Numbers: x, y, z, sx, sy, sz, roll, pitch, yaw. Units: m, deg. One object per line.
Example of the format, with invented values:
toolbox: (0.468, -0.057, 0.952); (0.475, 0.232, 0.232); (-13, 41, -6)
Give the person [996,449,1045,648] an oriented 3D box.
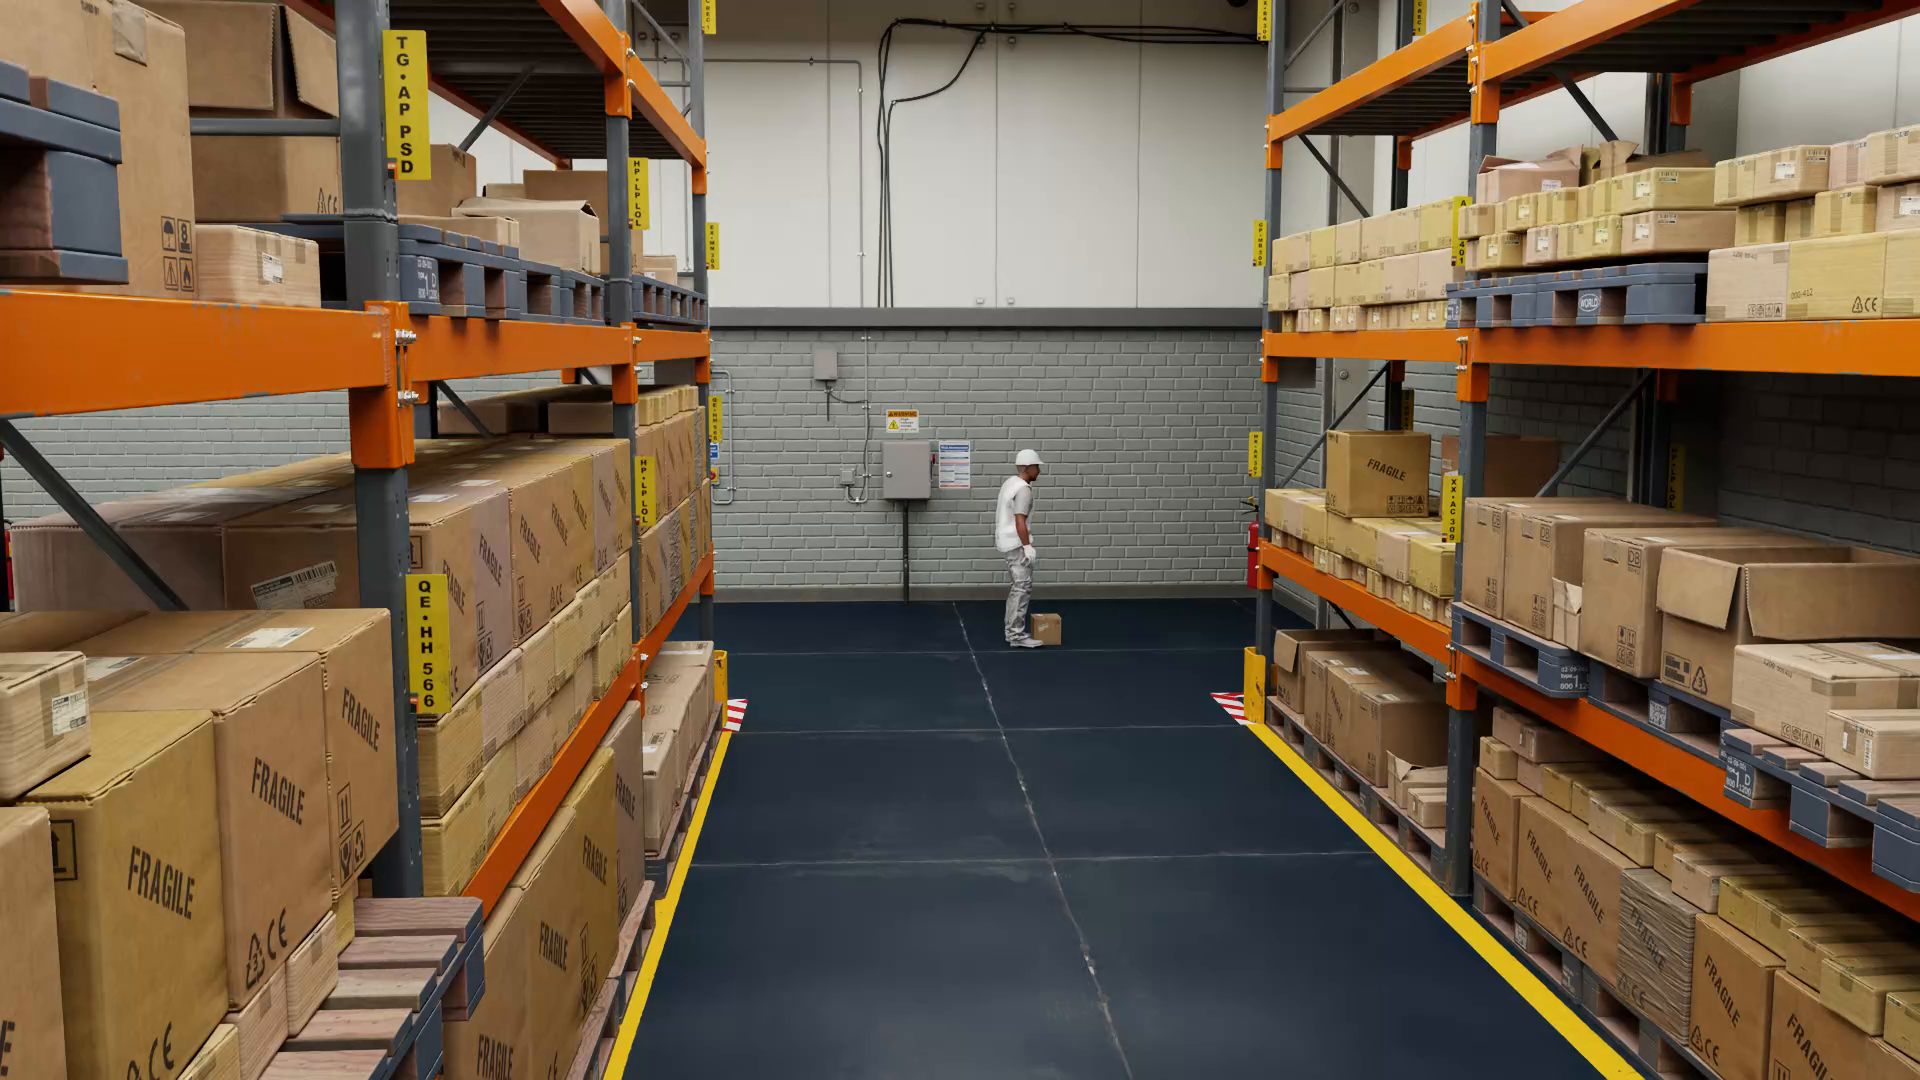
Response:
person: (0.555, 0.064, 15.145); (0.445, 1.775, 0.629); (-1, 7, -7)
